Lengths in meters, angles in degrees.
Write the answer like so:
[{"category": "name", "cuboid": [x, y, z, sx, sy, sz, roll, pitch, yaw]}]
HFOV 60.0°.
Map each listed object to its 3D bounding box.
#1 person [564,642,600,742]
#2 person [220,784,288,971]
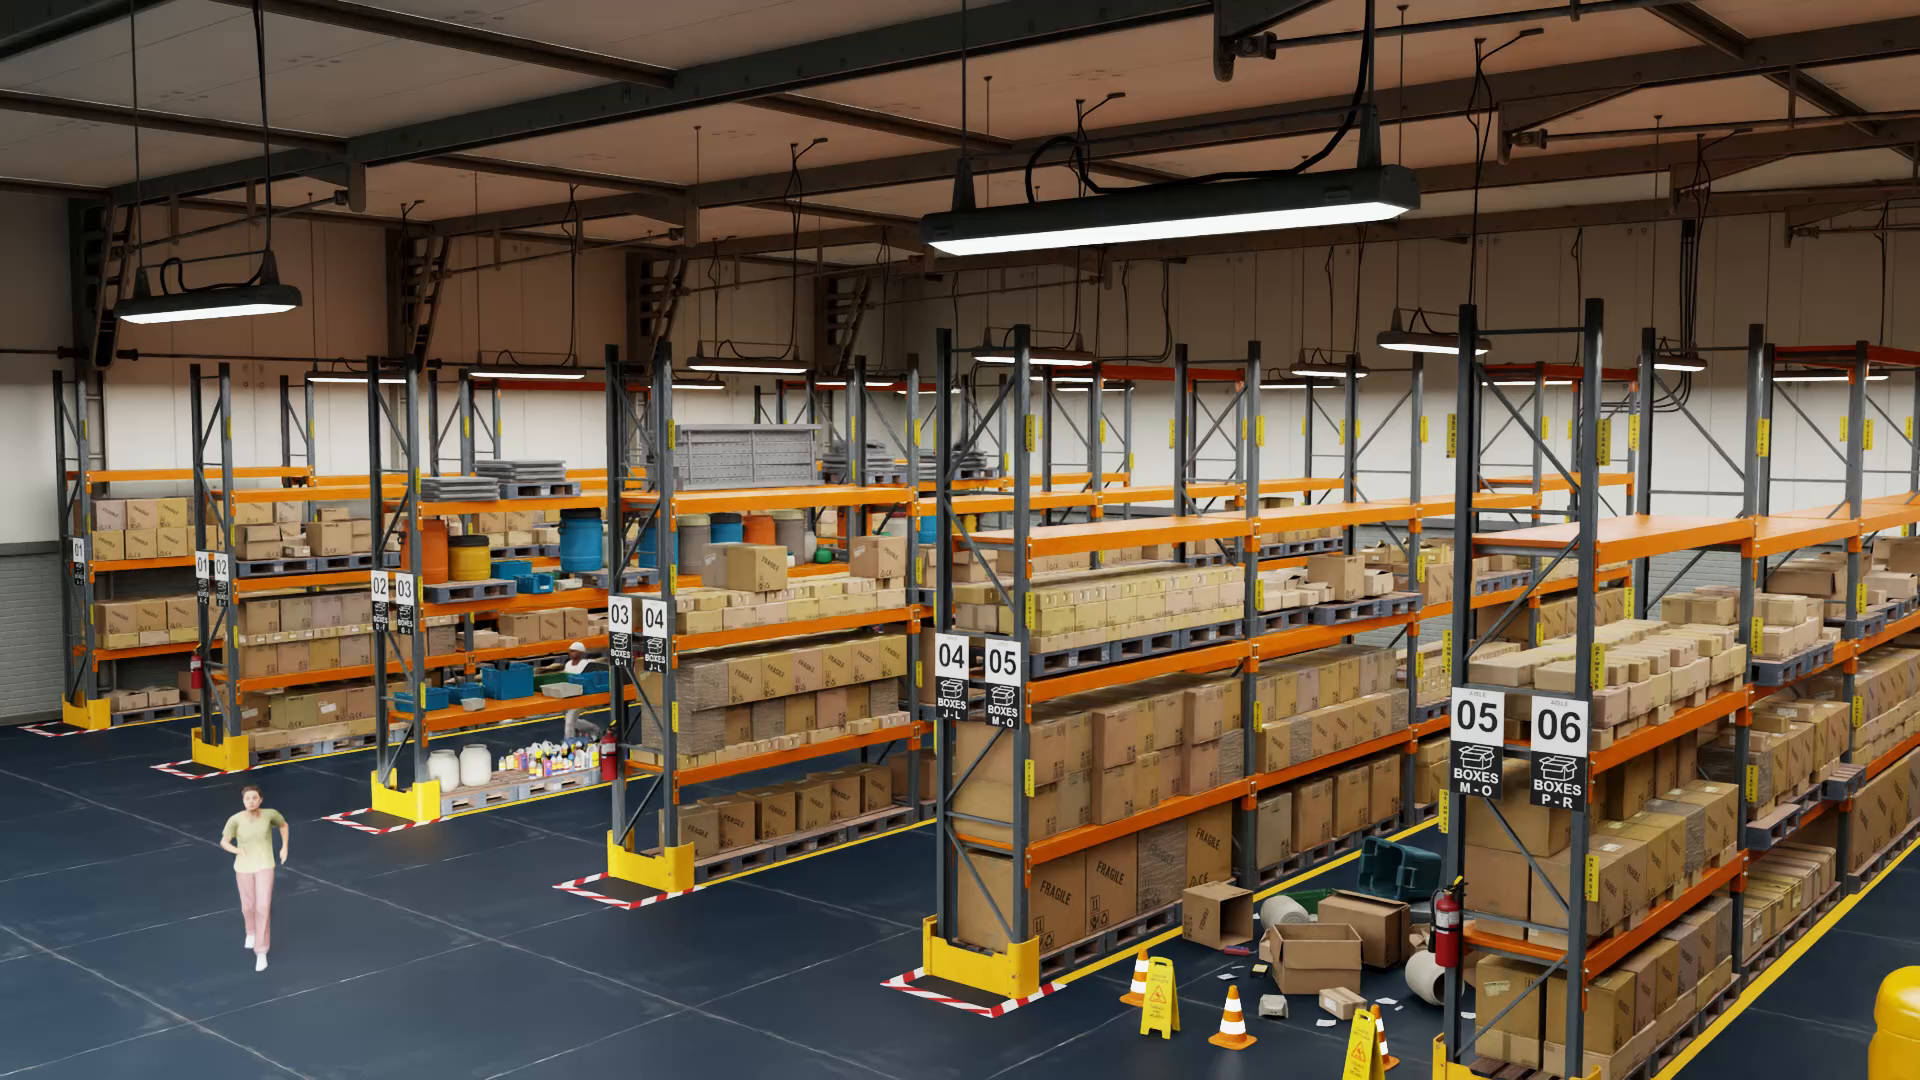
[{"category": "person", "cuboid": [-5.904, 2.444, 25.632, 0.713, 1.741, 0.966, 3, 5, 38]}, {"category": "person", "cuboid": [-6.745, 3.180, 15.915, 0.591, 1.712, 0.802, -1, 4, -19]}]
